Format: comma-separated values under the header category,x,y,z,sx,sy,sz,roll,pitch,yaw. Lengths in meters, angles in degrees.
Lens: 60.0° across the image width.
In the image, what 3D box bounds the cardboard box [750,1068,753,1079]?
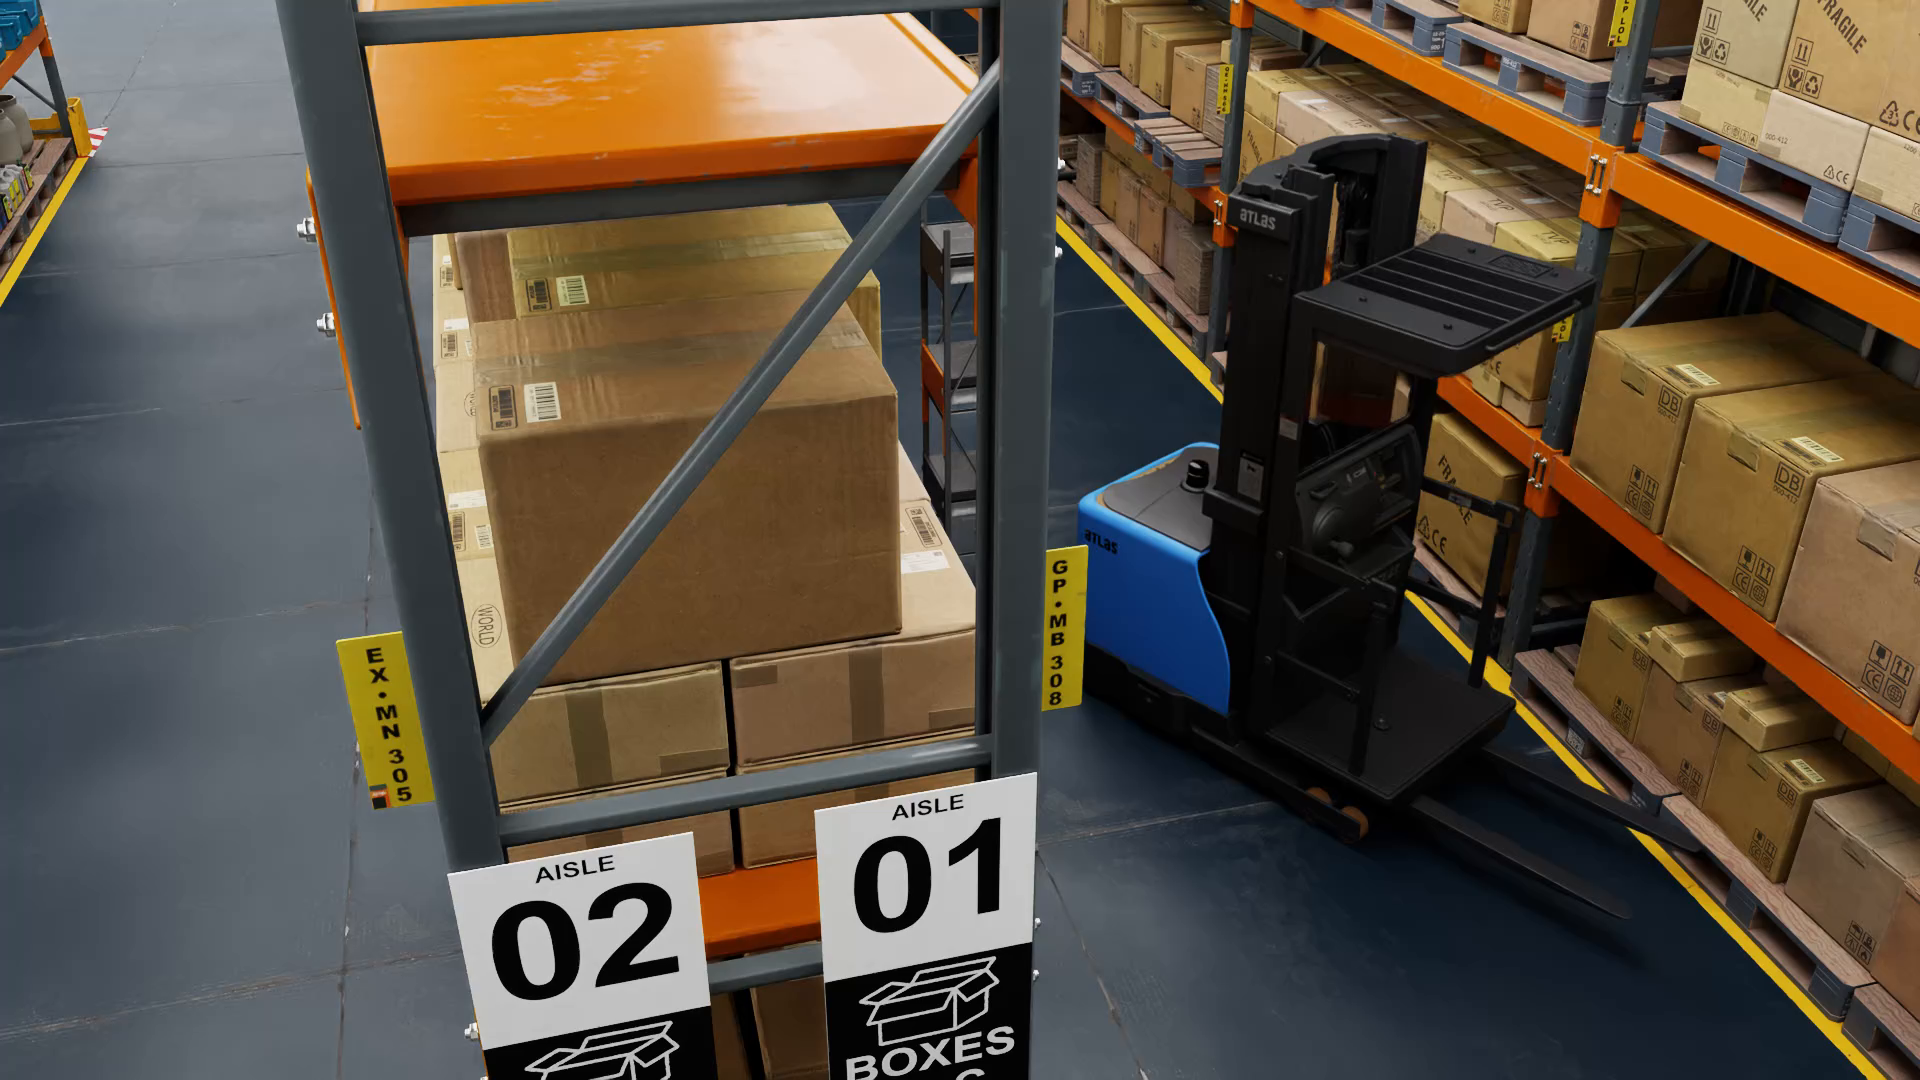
category,x,y,z,sx,sy,sz,roll,pitch,yaw
cardboard box,-0.221,1.612,4.102,0.500,0.500,0.500,-7,31,-12

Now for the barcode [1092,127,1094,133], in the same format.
category,x,y,z,sx,sy,sz,roll,pitch,yaw
barcode,1.296,-3.989,16.214,0.001,0.075,0.075,-8,31,-13

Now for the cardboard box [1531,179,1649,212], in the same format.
category,x,y,z,sx,sy,sz,roll,pitch,yaw
cardboard box,3.340,-1.701,8.761,0.500,0.250,0.500,-7,31,-13

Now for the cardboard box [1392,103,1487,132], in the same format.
category,x,y,z,sx,sy,sz,roll,pitch,yaw
cardboard box,2.932,-2.441,10.039,0.500,0.250,0.500,-9,31,-15

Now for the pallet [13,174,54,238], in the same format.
category,x,y,z,sx,sy,sz,roll,pitch,yaw
pallet,-8.784,-2.948,14.863,1.003,0.211,1.213,-8,31,-13

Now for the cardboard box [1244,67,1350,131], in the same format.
category,x,y,z,sx,sy,sz,roll,pitch,yaw
cardboard box,2.174,-2.857,10.758,0.500,0.250,0.500,-7,31,-12

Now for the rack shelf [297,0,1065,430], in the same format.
category,x,y,z,sx,sy,sz,roll,pitch,yaw
rack shelf,-0.888,-1.345,4.043,1.077,0.370,4.000,-8,31,-13

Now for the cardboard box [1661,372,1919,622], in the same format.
category,x,y,z,sx,sy,sz,roll,pitch,yaw
cardboard box,3.673,-0.200,7.033,0.980,0.700,0.700,-9,31,-15

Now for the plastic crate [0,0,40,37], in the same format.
category,x,y,z,sx,sy,sz,roll,pitch,yaw
plastic crate,-8.959,-4.900,15.600,0.499,0.251,0.616,-8,31,-13

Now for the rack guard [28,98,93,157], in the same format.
category,x,y,z,sx,sy,sz,roll,pitch,yaw
rack guard,-9.315,-4.054,16.486,1.175,0.500,0.348,-8,31,-13

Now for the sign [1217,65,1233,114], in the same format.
category,x,y,z,sx,sy,sz,roll,pitch,yaw
sign,1.774,-3.010,11.110,0.100,0.325,0.005,-8,31,-13

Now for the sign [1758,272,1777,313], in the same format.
category,x,y,z,sx,sy,sz,roll,pitch,yaw
sign,3.891,-1.171,8.067,0.100,0.325,0.005,-8,31,-13

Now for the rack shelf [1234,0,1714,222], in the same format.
category,x,y,z,sx,sy,sz,roll,pitch,yaw
rack shelf,2.825,-2.640,9.272,1.077,0.370,4.000,-8,31,-13

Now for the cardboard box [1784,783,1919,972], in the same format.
category,x,y,z,sx,sy,sz,roll,pitch,yaw
cardboard box,3.869,1.335,6.756,0.700,0.500,0.500,-9,31,-15

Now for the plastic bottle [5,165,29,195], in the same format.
category,x,y,z,sx,sy,sz,roll,pitch,yaw
plastic bottle,-8.430,-3.224,14.836,0.152,0.276,0.135,-8,31,-13

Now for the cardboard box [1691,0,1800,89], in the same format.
category,x,y,z,sx,sy,sz,roll,pitch,yaw
cardboard box,3.275,-2.089,6.483,0.500,0.500,0.500,-8,31,-14

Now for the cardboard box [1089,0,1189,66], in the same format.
category,x,y,z,sx,sy,sz,roll,pitch,yaw
cardboard box,1.476,-4.264,13.814,0.700,0.500,0.500,-5,30,-8

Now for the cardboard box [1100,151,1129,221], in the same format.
category,x,y,z,sx,sy,sz,roll,pitch,yaw
cardboard box,1.630,-3.064,14.336,0.700,0.500,0.500,-8,31,-14

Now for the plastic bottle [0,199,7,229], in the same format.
category,x,y,z,sx,sy,sz,roll,pitch,yaw
plastic bottle,-8.183,-2.814,14.054,0.144,0.351,0.185,-9,31,-15

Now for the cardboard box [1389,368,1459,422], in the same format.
category,x,y,z,sx,sy,sz,roll,pitch,yaw
cardboard box,2.820,-0.664,9.862,0.750,0.750,0.750,-7,31,-12

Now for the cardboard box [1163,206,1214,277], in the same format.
category,x,y,z,sx,sy,sz,roll,pitch,yaw
cardboard box,2.029,-2.333,13.074,0.700,0.500,0.500,-8,31,-13

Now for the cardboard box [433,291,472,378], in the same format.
category,x,y,z,sx,sy,sz,roll,pitch,yaw
cardboard box,-1.140,-0.483,4.478,0.500,0.250,0.500,-8,31,-13

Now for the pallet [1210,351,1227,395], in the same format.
category,x,y,z,sx,sy,sz,roll,pitch,yaw
pallet,2.431,-1.022,11.536,1.003,0.211,1.213,-8,31,-13

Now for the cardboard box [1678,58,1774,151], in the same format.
category,x,y,z,sx,sy,sz,roll,pitch,yaw
cardboard box,3.285,-1.777,6.693,0.500,0.250,0.500,-8,31,-13

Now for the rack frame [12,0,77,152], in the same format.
category,x,y,z,sx,sy,sz,roll,pitch,yaw
rack frame,-9.381,-5.166,15.912,1.000,3.000,0.127,-8,31,-13

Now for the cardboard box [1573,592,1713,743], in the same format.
category,x,y,z,sx,sy,sz,roll,pitch,yaw
cardboard box,3.456,0.587,8.048,0.700,0.500,0.500,-7,31,-13

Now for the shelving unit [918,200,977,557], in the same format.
category,x,y,z,sx,sy,sz,roll,pitch,yaw
shelving unit,0.044,-0.829,9.317,0.431,2.100,0.503,-8,31,-13

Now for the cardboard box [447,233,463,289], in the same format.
category,x,y,z,sx,sy,sz,roll,pitch,yaw
cardboard box,-1.118,-1.071,4.744,0.700,0.500,0.500,-8,31,-13

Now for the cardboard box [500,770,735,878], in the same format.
category,x,y,z,sx,sy,sz,roll,pitch,yaw
cardboard box,-0.748,0.458,3.350,0.500,0.250,0.500,-8,31,-13

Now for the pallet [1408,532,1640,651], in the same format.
category,x,y,z,sx,sy,sz,roll,pitch,yaw
pallet,3.079,0.157,9.500,1.003,0.211,1.213,-8,31,-13

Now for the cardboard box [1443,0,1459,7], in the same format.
category,x,y,z,sx,sy,sz,roll,pitch,yaw
cardboard box,2.947,-3.170,8.930,0.700,0.500,0.500,-8,31,-13

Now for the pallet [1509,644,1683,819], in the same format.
category,x,y,z,sx,sy,sz,roll,pitch,yaw
pallet,3.483,0.897,8.221,1.003,0.211,1.213,-8,31,-13

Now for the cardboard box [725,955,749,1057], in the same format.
category,x,y,z,sx,sy,sz,roll,pitch,yaw
cardboard box,-0.367,0.928,4.286,0.500,0.500,0.500,-8,31,-13

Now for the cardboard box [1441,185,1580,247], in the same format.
category,x,y,z,sx,sy,sz,roll,pitch,yaw
cardboard box,2.859,-1.633,8.642,0.500,0.250,0.500,-7,31,-12

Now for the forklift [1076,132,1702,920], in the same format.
category,x,y,z,sx,sy,sz,roll,pitch,yaw
forklift,1.947,-0.177,7.361,1.130,2.935,3.031,-26,39,-37

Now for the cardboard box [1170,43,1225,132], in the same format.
category,x,y,z,sx,sy,sz,roll,pitch,yaw
cardboard box,1.986,-3.345,12.227,0.700,0.500,0.500,-11,32,-18

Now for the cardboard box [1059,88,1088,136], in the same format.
category,x,y,z,sx,sy,sz,roll,pitch,yaw
cardboard box,0.919,-4.156,16.223,0.500,0.500,0.500,-10,32,-17

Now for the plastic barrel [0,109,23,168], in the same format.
category,x,y,z,sx,sy,sz,roll,pitch,yaw
plastic barrel,-8.999,-3.721,15.480,0.421,0.512,0.421,0,30,0

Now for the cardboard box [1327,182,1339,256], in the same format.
category,x,y,z,sx,sy,sz,roll,pitch,yaw
cardboard box,2.437,-2.038,10.090,0.500,0.500,0.500,-8,31,-13

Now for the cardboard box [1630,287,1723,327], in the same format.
category,x,y,z,sx,sy,sz,roll,pitch,yaw
cardboard box,3.477,-1.124,8.512,0.500,0.500,0.500,-9,31,-15

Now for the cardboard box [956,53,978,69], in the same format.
category,x,y,z,sx,sy,sz,roll,pitch,yaw
cardboard box,0.268,-5.164,18.153,0.500,0.311,0.500,-11,32,-19

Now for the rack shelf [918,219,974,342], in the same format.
category,x,y,z,sx,sy,sz,roll,pitch,yaw
rack shelf,0.044,-1.423,8.973,0.431,0.518,0.480,-8,31,-13

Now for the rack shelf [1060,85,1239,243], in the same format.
category,x,y,z,sx,sy,sz,roll,pitch,yaw
rack shelf,1.764,-3.274,13.361,1.077,0.370,4.000,-8,31,-13

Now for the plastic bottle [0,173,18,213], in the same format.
category,x,y,z,sx,sy,sz,roll,pitch,yaw
plastic bottle,-8.296,-3.020,14.409,0.144,0.351,0.185,-8,31,-14

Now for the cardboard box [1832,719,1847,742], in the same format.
category,x,y,z,sx,sy,sz,roll,pitch,yaw
cardboard box,3.887,0.714,7.182,0.380,0.149,0.250,-8,31,-13

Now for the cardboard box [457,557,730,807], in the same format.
category,x,y,z,sx,sy,sz,roll,pitch,yaw
cardboard box,-0.739,0.241,3.227,0.500,0.250,0.500,-8,31,-13

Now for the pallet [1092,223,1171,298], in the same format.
category,x,y,z,sx,sy,sz,roll,pitch,yaw
pallet,1.768,-2.378,13.879,1.003,0.211,1.213,-8,31,-13

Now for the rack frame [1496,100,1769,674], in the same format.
category,x,y,z,sx,sy,sz,roll,pitch,yaw
rack frame,3.356,-0.688,8.175,1.000,3.000,0.127,-8,31,-13

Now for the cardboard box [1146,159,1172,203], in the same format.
category,x,y,z,sx,sy,sz,roll,pitch,yaw
cardboard box,1.821,-2.925,13.347,0.500,0.250,0.500,-8,31,-14

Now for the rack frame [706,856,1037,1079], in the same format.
category,x,y,z,sx,sy,sz,roll,pitch,yaw
rack frame,-0.357,1.905,3.696,1.000,3.000,0.127,-8,31,-13

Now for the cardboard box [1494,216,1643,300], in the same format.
category,x,y,z,sx,sy,sz,roll,pitch,yaw
cardboard box,2.986,-1.384,8.213,0.500,0.250,0.500,-7,31,-12

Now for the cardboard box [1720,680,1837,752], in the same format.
category,x,y,z,sx,sy,sz,roll,pitch,yaw
cardboard box,3.510,0.748,7.122,0.380,0.149,0.250,-9,31,-15

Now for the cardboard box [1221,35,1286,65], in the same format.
category,x,y,z,sx,sy,sz,roll,pitch,yaw
cardboard box,2.074,-3.450,11.761,0.380,0.149,0.250,-13,33,-22

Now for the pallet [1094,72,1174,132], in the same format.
category,x,y,z,sx,sy,sz,roll,pitch,yaw
pallet,1.730,-3.487,13.203,1.003,0.211,1.213,-8,31,-13

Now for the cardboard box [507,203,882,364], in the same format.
category,x,y,z,sx,sy,sz,roll,pitch,yaw
cardboard box,-0.560,-0.368,3.530,0.700,0.500,0.500,-8,31,-13

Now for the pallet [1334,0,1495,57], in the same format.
category,x,y,z,sx,sy,sz,roll,pitch,yaw
pallet,2.816,-2.992,9.351,1.003,0.211,1.213,-6,31,-11

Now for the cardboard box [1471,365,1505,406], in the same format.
category,x,y,z,sx,sy,sz,roll,pitch,yaw
cardboard box,2.904,-0.832,8.655,0.380,0.149,0.250,-7,31,-12
